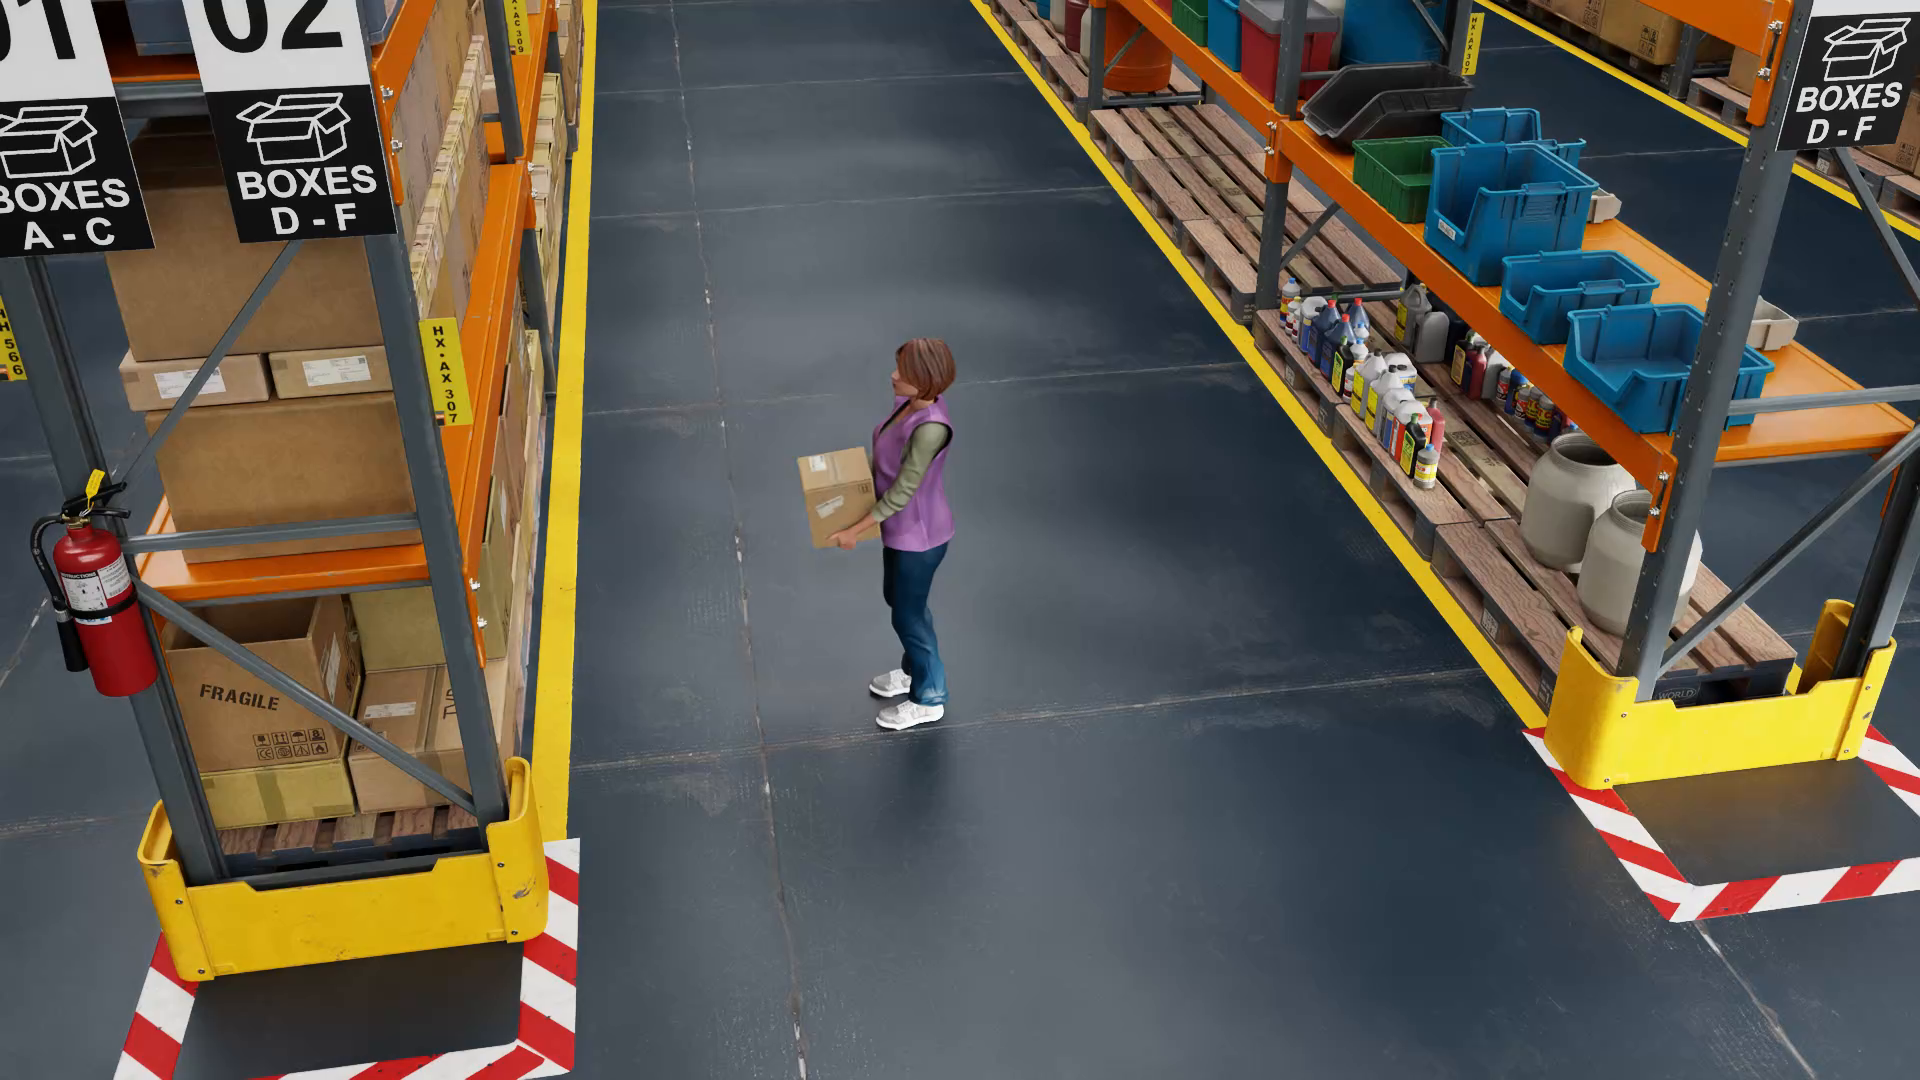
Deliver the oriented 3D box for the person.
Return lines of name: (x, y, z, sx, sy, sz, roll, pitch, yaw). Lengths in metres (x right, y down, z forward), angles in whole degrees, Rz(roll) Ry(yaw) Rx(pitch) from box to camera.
person: (-0.263, -0.016, 6.175, 0.500, 1.588, 0.407, -5, 32, -9)
